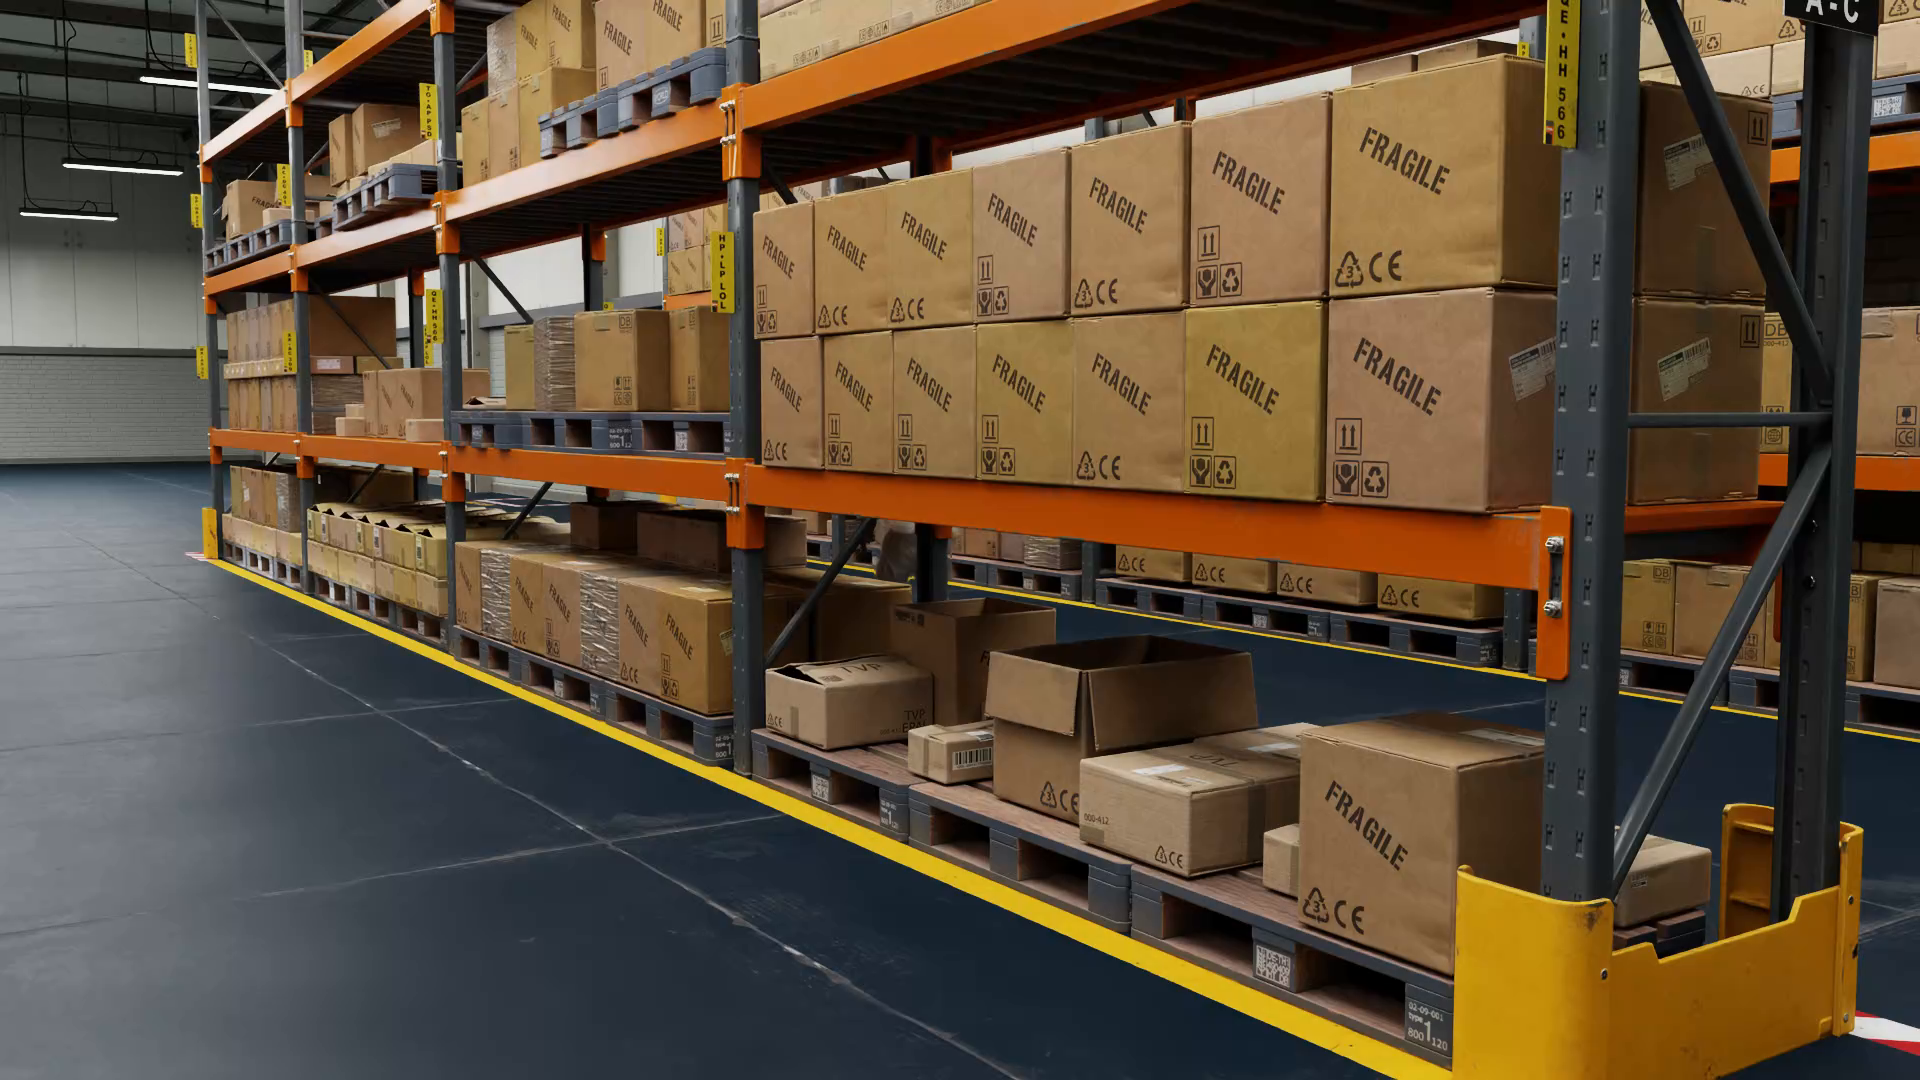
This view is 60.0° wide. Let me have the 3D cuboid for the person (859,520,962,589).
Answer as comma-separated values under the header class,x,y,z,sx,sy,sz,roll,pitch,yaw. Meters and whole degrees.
class,x,y,z,sx,sy,sz,roll,pitch,yaw
person,-0.278,-0.061,9.469,0.602,1.682,0.511,-3,6,-33
